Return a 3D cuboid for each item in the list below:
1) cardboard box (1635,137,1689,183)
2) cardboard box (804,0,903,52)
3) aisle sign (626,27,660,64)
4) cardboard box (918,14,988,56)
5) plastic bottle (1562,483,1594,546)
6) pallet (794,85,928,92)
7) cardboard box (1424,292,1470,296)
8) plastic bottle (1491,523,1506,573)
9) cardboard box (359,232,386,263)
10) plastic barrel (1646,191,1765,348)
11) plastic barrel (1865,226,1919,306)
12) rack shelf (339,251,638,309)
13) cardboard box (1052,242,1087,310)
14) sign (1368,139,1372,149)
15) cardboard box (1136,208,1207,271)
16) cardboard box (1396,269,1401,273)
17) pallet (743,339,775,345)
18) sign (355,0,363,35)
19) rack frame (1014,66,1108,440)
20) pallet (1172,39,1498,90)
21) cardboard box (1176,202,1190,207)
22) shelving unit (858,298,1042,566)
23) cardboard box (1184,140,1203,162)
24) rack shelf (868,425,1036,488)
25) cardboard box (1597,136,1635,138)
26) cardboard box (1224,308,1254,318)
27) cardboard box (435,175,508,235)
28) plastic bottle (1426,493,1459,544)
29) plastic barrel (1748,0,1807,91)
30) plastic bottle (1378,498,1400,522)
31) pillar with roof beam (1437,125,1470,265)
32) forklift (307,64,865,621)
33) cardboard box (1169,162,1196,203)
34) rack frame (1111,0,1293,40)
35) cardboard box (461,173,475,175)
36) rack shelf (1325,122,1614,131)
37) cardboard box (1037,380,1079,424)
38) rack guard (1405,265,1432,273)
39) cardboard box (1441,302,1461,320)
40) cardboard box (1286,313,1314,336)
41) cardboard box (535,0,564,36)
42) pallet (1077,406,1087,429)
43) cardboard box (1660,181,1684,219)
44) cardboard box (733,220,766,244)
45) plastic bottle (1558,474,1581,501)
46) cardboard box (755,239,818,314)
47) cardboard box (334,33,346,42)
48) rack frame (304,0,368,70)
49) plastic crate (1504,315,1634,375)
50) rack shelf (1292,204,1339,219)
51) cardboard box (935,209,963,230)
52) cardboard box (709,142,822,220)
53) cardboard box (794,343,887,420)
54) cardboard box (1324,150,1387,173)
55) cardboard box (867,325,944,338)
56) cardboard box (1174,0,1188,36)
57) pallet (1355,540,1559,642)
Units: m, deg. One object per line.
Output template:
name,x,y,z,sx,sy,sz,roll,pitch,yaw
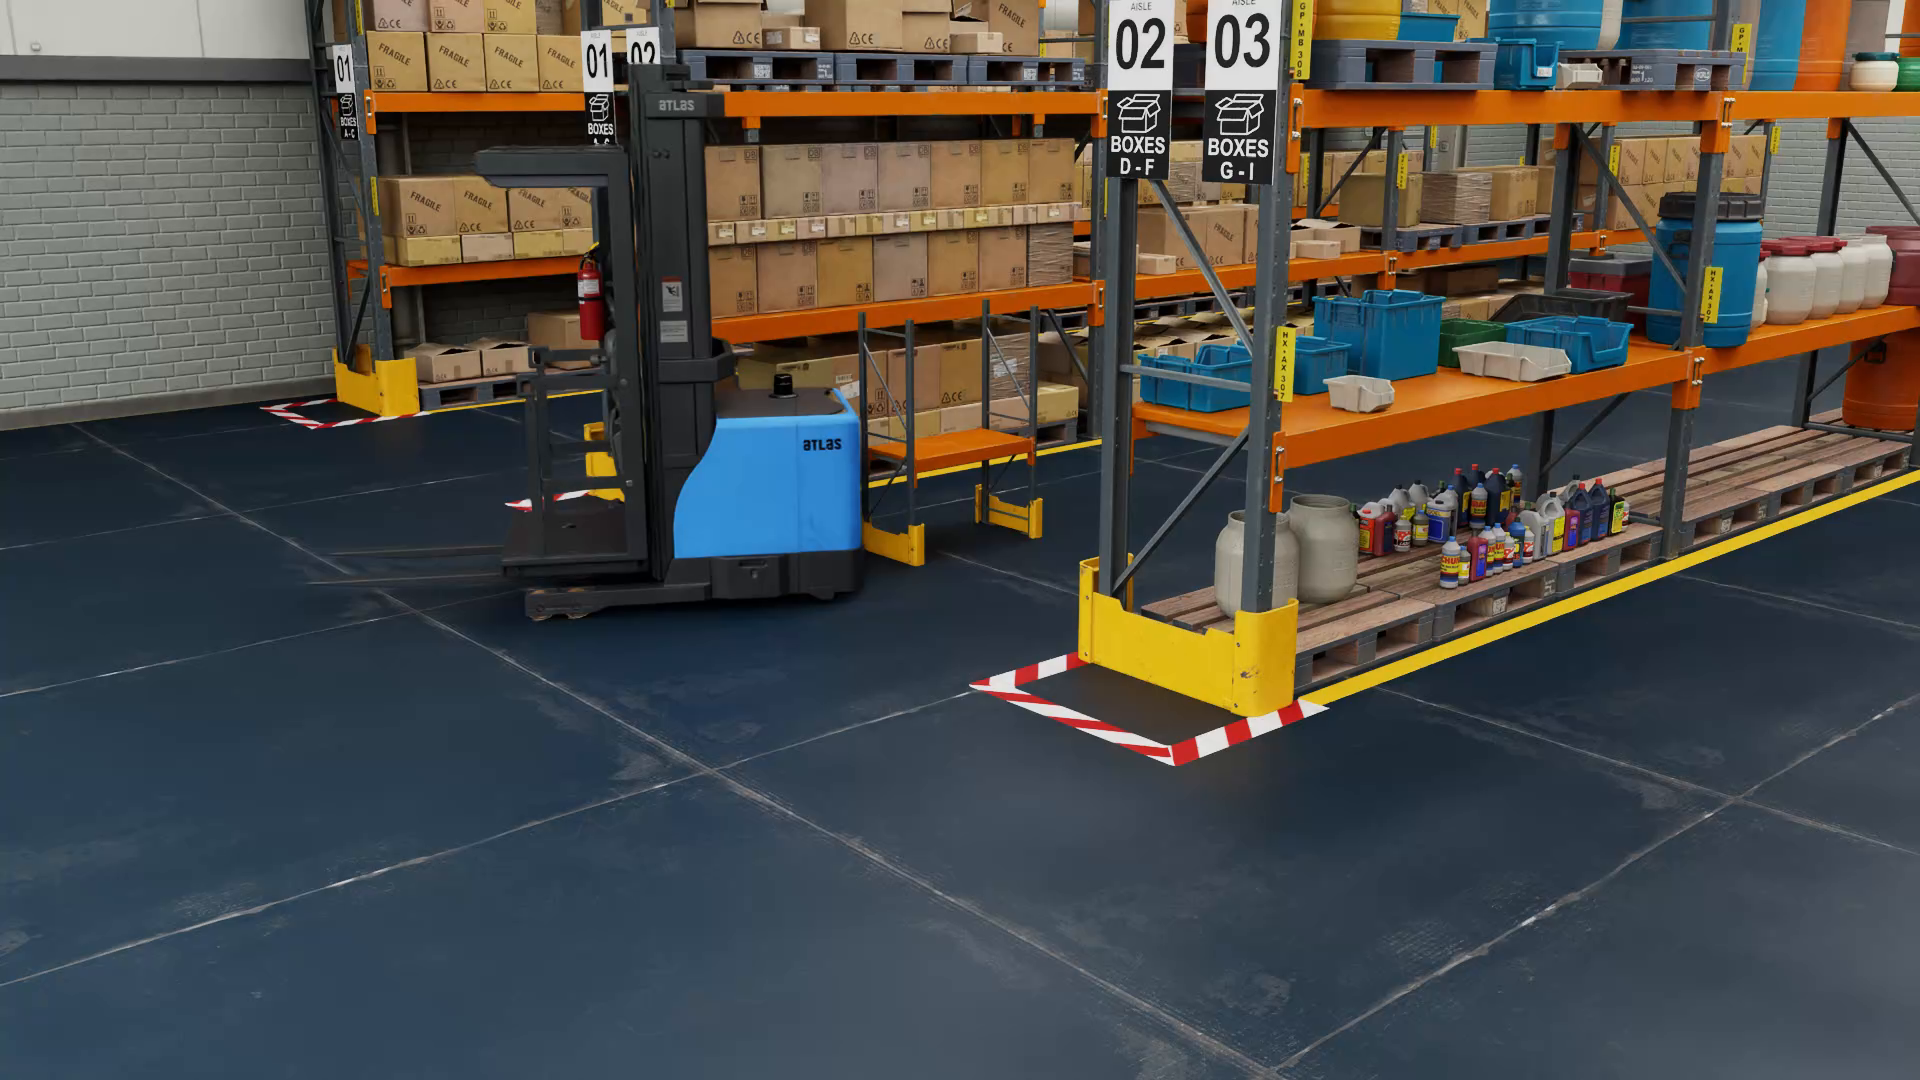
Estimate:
cardboard box,8.185,-4.473,19.550,0.500,0.500,0.500,-13,20,-41
cardboard box,-0.752,-3.705,11.716,0.500,0.500,0.500,-13,19,-39
aisle sign,-2.033,-2.894,10.734,0.004,0.787,0.394,-13,19,-39
cardboard box,-0.127,-3.938,12.954,0.500,0.311,0.500,-14,20,-42
plastic bottle,3.640,-0.156,9.804,0.185,0.351,0.144,-14,20,-42
pallet,-1.106,-4.969,18.091,1.003,0.211,1.213,-13,19,-39
cardboard box,5.184,-2.451,18.104,0.500,0.500,0.500,-14,20,-41
plastic bottle,2.971,0.040,9.221,0.097,0.271,0.097,0,15,0
cardboard box,-5.214,-2.727,15.397,0.500,0.250,0.500,-12,19,-39
plastic barrel,4.572,-1.670,10.219,0.708,0.901,0.600,-13,19,-39
plastic barrel,6.948,-2.027,12.263,0.708,0.536,0.600,-13,19,-39
rack shelf,-3.930,-2.664,16.304,4.000,0.370,1.077,-13,19,-39
cardboard box,1.237,-3.291,20.610,0.750,0.750,0.750,-13,20,-40
sign,6.271,-5.949,25.376,0.005,0.325,0.100,-13,19,-39
cardboard box,1.821,-2.651,14.668,0.500,0.500,0.500,-11,18,-35
cardboard box,6.169,-4.240,24.842,0.500,0.500,0.700,-13,19,-39
pallet,-1.835,-2.135,18.334,1.213,0.211,1.003,-13,19,-39
sign,-5.083,-4.438,14.048,0.005,0.325,0.100,-13,19,-39
rack frame,0.833,-2.386,13.872,0.127,3.000,1.000,-13,19,-39
pallet,1.753,-2.223,7.813,1.213,0.211,1.003,-13,19,-39
cardboard box,2.756,-4.314,21.537,0.250,0.149,0.380,-13,19,-39
shelving unit,-0.058,-0.712,10.508,1.083,1.500,0.587,-13,19,-39
cardboard box,3.037,-5.056,21.603,0.500,0.250,0.500,-12,19,-38
rack shelf,-0.064,-0.536,10.549,1.000,0.185,0.538,-13,19,-39
cardboard box,7.845,-4.582,19.959,0.500,0.500,0.500,-12,19,-39
cardboard box,2.872,-2.087,16.179,0.500,0.311,0.500,-13,20,-41
cardboard box,-4.502,-3.076,15.253,0.500,0.500,0.500,-13,19,-39
plastic bottle,2.854,-0.134,9.863,0.135,0.276,0.152,-13,19,-39
plastic barrel,5.310,-3.463,11.118,0.708,0.901,0.600,-13,19,-39
plastic bottle,2.475,-0.098,9.729,0.135,0.276,0.152,-13,20,-41
pillar with roof beam,10.926,-8.069,23.521,0.400,9.000,9.100,-13,19,-39
forklift,-2.112,-1.122,9.272,3.031,2.935,1.130,-3,15,-10
cardboard box,2.668,-4.608,21.380,0.500,0.500,0.500,-13,19,-39
rack frame,1.064,-3.642,6.948,0.127,3.000,1.000,-13,19,-39
cardboard box,-4.450,-3.265,15.960,0.500,0.500,0.500,-13,20,-41
rack shelf,5.359,-4.504,17.383,4.000,0.370,1.077,-13,19,-39
cardboard box,0.627,-1.140,13.719,0.500,0.250,0.500,-13,19,-39
rack guard,6.649,-4.179,25.428,0.348,0.500,1.175,-13,19,-39
cardboard box,4.773,-2.180,17.091,0.500,0.500,0.500,-14,20,-41
cardboard box,3.229,-1.983,15.791,0.500,0.311,0.500,-13,20,-40
cardboard box,-4.110,-5.044,15.839,0.500,0.500,0.500,-13,20,-39
pallet,1.363,-1.172,14.727,1.213,0.211,1.003,-13,19,-39
cardboard box,8.194,-3.995,19.700,0.500,0.500,0.500,-13,20,-40
cardboard box,-1.550,-2.140,11.499,0.250,0.149,0.380,-13,20,-41
plastic bottle,3.691,-0.217,10.031,0.185,0.351,0.144,-13,19,-39
cardboard box,-1.431,-1.924,11.945,0.500,0.500,0.700,-12,19,-38
cardboard box,-5.291,-4.300,14.989,0.500,0.500,0.500,-11,18,-35
rack frame,-5.439,-5.571,14.169,0.127,3.000,1.000,-13,19,-39
plastic crate,3.425,-1.109,9.378,0.616,0.251,0.499,-13,19,-39
rack shelf,5.122,-4.697,23.914,4.000,0.370,1.077,-13,19,-39
cardboard box,-0.190,-2.446,12.642,0.250,0.149,0.380,-12,19,-38
cardboard box,-1.391,-2.560,11.812,0.500,0.500,0.700,-13,20,-41
cardboard box,-0.889,-1.165,12.362,0.500,0.500,0.500,-13,19,-39
cardboard box,5.711,-5.314,24.251,0.700,0.700,0.980,-13,20,-40
cardboard box,-0.477,-1.436,13.375,0.500,0.500,0.500,-13,19,-39
cardboard box,1.739,-4.526,14.093,0.500,0.500,0.500,-10,18,-34
pallet,2.627,0.239,9.446,1.213,0.211,1.003,-13,19,-39
